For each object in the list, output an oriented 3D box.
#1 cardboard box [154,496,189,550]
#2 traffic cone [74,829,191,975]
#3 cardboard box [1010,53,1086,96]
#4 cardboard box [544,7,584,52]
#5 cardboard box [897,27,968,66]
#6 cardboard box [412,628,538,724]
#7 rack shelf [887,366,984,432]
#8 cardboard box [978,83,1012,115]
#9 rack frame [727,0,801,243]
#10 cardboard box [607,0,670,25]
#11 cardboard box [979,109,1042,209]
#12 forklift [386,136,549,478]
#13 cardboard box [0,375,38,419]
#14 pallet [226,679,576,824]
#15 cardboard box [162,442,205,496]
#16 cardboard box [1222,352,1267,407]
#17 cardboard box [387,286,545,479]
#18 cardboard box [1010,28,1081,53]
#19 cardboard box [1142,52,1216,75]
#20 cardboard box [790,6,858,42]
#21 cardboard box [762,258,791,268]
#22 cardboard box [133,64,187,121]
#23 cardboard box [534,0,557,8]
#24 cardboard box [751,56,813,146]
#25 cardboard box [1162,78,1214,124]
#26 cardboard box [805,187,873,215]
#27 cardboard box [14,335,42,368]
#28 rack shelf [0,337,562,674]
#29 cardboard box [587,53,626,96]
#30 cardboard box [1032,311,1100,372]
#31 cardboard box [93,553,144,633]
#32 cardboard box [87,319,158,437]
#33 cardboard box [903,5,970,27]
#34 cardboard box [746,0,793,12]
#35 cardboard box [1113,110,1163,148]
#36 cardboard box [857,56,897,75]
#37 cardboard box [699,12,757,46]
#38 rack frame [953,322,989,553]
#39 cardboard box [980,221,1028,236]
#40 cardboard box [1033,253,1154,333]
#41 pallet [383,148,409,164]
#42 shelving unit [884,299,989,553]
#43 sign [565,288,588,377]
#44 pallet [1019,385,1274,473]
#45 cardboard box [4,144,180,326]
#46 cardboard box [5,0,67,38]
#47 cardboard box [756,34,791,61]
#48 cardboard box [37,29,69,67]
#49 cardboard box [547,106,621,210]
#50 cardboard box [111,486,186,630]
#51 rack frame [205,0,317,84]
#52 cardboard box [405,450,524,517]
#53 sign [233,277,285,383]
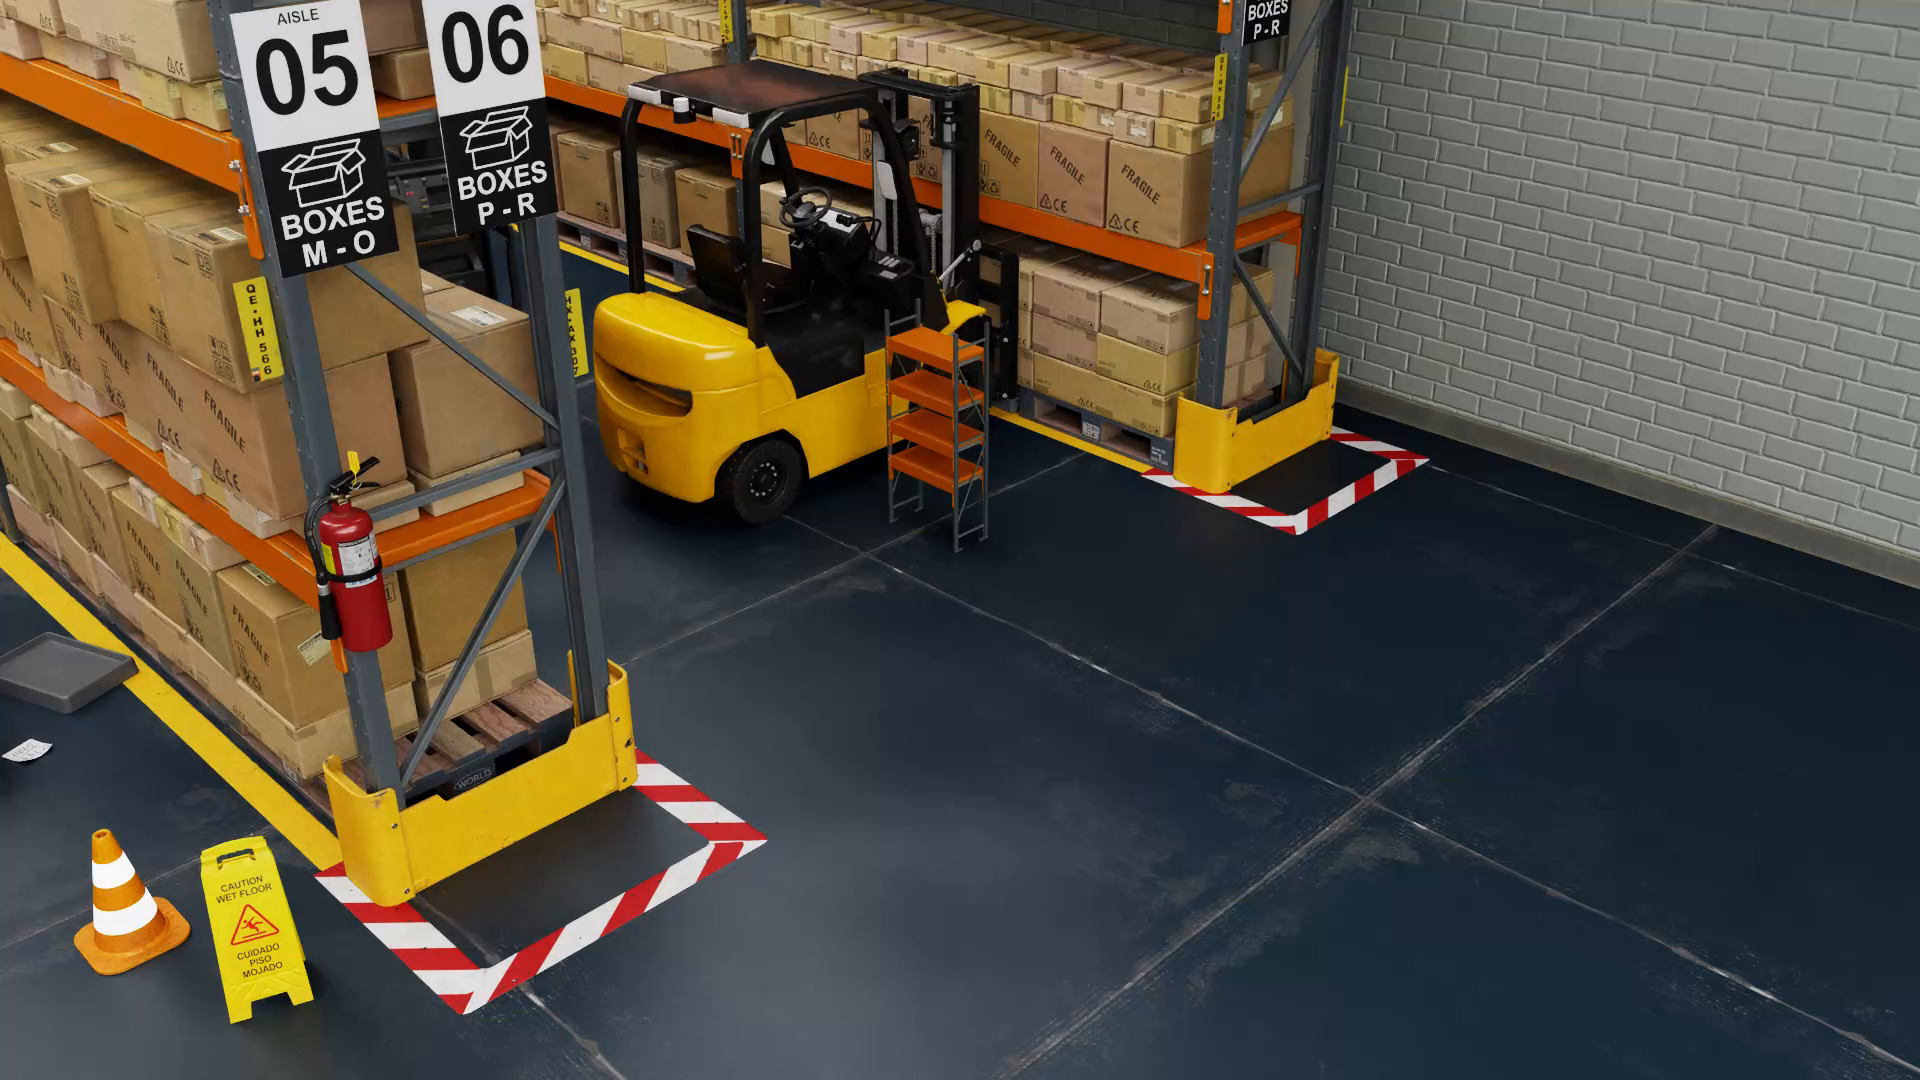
[{"bbox_3d":[-3.023,-0.123,6.762,0.380,0.149,0.250,-25,36,-38],"label":"cardboard box"},{"bbox_3d":[-2.994,1.231,5.913,0.334,0.463,0.336,25,36,38],"label":"traffic cone"},{"bbox_3d":[0.499,-2.639,9.422,0.380,0.149,0.250,-24,36,-38],"label":"cardboard box"},{"bbox_3d":[-2.766,-3.869,12.509,0.500,0.250,0.500,-25,36,-38],"label":"cardboard box"},{"bbox_3d":[-0.165,-3.000,10.109,0.250,0.149,0.380,24,36,38],"label":"cardboard box"},{"bbox_3d":[-2.164,0.496,7.087,0.500,0.250,0.500,24,36,38],"label":"cardboard box"},{"bbox_3d":[-0.118,-0.724,8.501,0.480,0.148,0.258,25,36,38],"label":"rack shelf"},{"bbox_3d":[0.319,-2.591,9.649,0.250,0.149,0.380,25,37,39],"label":"cardboard box"},{"bbox_3d":[-1.158,-3.134,11.487,0.127,3.000,1.000,25,36,38],"label":"rack frame"},{"bbox_3d":[-2.315,-3.827,12.000,0.250,0.149,0.380,24,36,37],"label":"cardboard box"},{"bbox_3d":[0.430,-2.286,9.767,0.500,0.500,0.500,24,36,37],"label":"cardboard box"},{"bbox_3d":[-3.058,-1.820,9.062,1.130,2.935,3.031,-17,32,-29],"label":"forklift"},{"bbox_3d":[-4.357,-0.730,7.916,0.380,0.149,0.250,-25,36,-38],"label":"cardboard box"},{"bbox_3d":[-2.392,0.752,7.092,1.213,0.211,1.003,25,36,38],"label":"pallet"},{"bbox_3d":[-2.831,-0.331,6.425,0.380,0.149,0.250,-25,36,-38],"label":"cardboard box"},{"bbox_3d":[1.481,-1.023,9.975,0.500,0.250,0.500,25,37,39],"label":"cardboard box"},{"bbox_3d":[-1.926,-0.603,6.246,0.500,0.500,0.500,24,36,38],"label":"cardboard box"},{"bbox_3d":[0.522,-2.986,10.082,0.250,0.149,0.380,25,37,39],"label":"cardboard box"},{"bbox_3d":[1.243,-2.650,9.443,0.380,0.149,0.250,-24,36,-38],"label":"cardboard box"},{"bbox_3d":[-0.876,-3.345,10.764,0.380,0.149,0.250,-25,36,-38],"label":"cardboard box"},{"bbox_3d":[-1.045,-1.835,11.520,0.500,0.250,0.500,-25,37,-39],"label":"cardboard box"},{"bbox_3d":[-2.434,-1.490,5.408,0.250,0.149,0.380,25,37,39],"label":"cardboard box"},{"bbox_3d":[-3.062,-4.151,12.617,0.380,0.149,0.250,-24,36,-38],"label":"cardboard box"},{"bbox_3d":[-1.025,-2.947,11.023,0.500,0.500,0.500,23,36,37],"label":"cardboard box"},{"bbox_3d":[1.291,-2.339,8.850,0.250,0.149,0.380,25,36,38],"label":"cardboard box"},{"bbox_3d":[-0.676,-2.113,10.974,0.500,0.250,0.500,25,36,38],"label":"cardboard box"},{"bbox_3d":[-4.056,-0.931,7.567,0.380,0.149,0.250,-24,36,-38],"label":"cardboard box"},{"bbox_3d":[-3.209,-0.514,7.278,4.000,0.370,1.077,25,36,38],"label":"rack shelf"},{"bbox_3d":[-2.396,-3.479,12.305,0.500,0.250,0.500,25,37,39],"label":"cardboard box"},{"bbox_3d":[0.778,-1.241,9.853,0.500,0.250,0.500,24,36,38],"label":"cardboard box"},{"bbox_3d":[-3.635,0.171,7.706,0.500,0.250,0.500,24,36,38],"label":"cardboard box"},{"bbox_3d":[-3.071,-0.771,6.566,0.500,0.500,0.500,24,36,38],"label":"cardboard box"},{"bbox_3d":[-0.148,-3.354,10.782,0.250,0.149,0.380,24,36,37],"label":"cardboard box"},{"bbox_3d":[-1.413,-3.756,11.866,0.250,0.149,0.380,23,36,37],"label":"cardboard box"},{"bbox_3d":[1.047,-2.254,9.009,0.380,0.149,0.250,-25,36,-38],"label":"cardboard box"},{"bbox_3d":[-0.414,-2.923,10.281,0.250,0.149,0.380,24,36,38],"label":"cardboard box"},{"bbox_3d":[-1.557,-3.503,11.384,0.380,0.149,0.250,-24,36,-38],"label":"cardboard box"},{"bbox_3d":[0.056,-0.505,8.422,0.015,1.200,0.240,25,36,38],"label":"rack frame"},{"bbox_3d":[0.416,-1.958,10.679,0.500,0.250,0.500,24,36,37],"label":"cardboard box"},{"bbox_3d":[0.779,-1.451,9.716,0.500,0.250,0.500,-25,36,-38],"label":"cardboard box"},{"bbox_3d":[-4.516,-3.461,15.105,1.213,0.211,1.003,25,36,38],"label":"pallet"},{"bbox_3d":[-0.118,-0.585,8.573,0.503,1.200,0.258,25,36,38],"label":"shelving unit"},{"bbox_3d":[-1.403,-0.743,6.011,0.005,0.325,0.100,25,36,38],"label":"sign"},{"bbox_3d":[1.120,-0.830,10.102,1.213,0.211,1.003,25,36,38],"label":"pallet"},{"bbox_3d":[-3.092,-1.193,6.294,0.500,0.500,0.700,24,36,38],"label":"cardboard box"},{"bbox_3d":[-3.068,-1.983,5.916,0.500,0.250,0.500,-24,36,-38],"label":"cardboard box"},{"bbox_3d":[-1.115,-3.274,10.949,0.250,0.149,0.380,24,36,38],"label":"cardboard box"},{"bbox_3d":[-3.127,-1.847,6.087,0.250,0.149,0.380,23,36,37],"label":"cardboard box"},{"bbox_3d":[-3.104,-3.155,13.628,0.875,0.625,0.625,-24,36,-38],"label":"cardboard box"},{"bbox_3d":[-3.267,0.008,7.209,0.500,0.500,0.500,24,36,37],"label":"cardboard box"},{"bbox_3d":[-1.783,-2.835,4.473,0.127,3.000,1.000,25,36,38],"label":"rack frame"},{"bbox_3d":[-1.880,-0.248,6.269,0.250,0.149,0.380,25,37,39],"label":"cardboard box"},{"bbox_3d":[-2.187,-0.655,5.189,0.005,0.325,0.100,25,36,38],"label":"sign"}]
